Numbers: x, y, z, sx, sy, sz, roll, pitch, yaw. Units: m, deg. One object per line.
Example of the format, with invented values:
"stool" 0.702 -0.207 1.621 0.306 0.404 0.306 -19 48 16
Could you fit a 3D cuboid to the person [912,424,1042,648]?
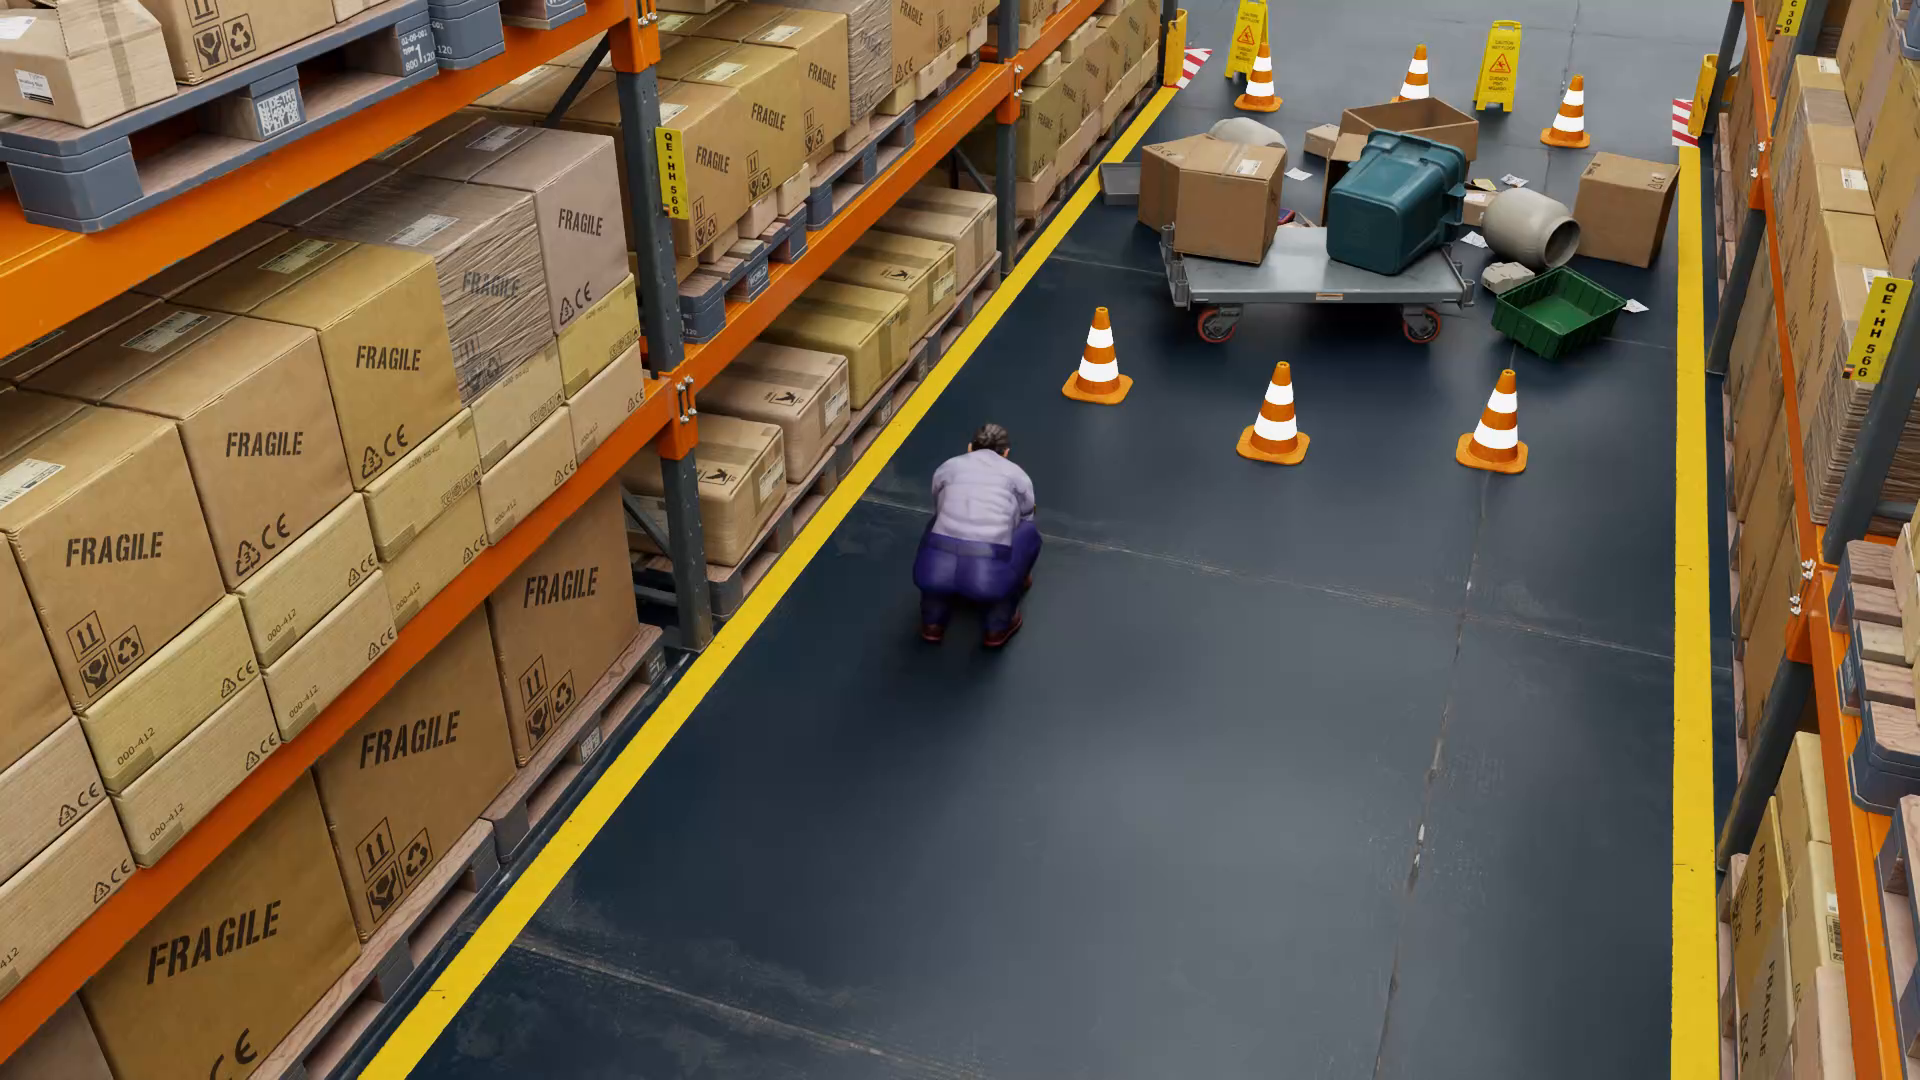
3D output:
"person" 0.075 0.023 6.981 0.507 0.776 0.864 9 35 14
